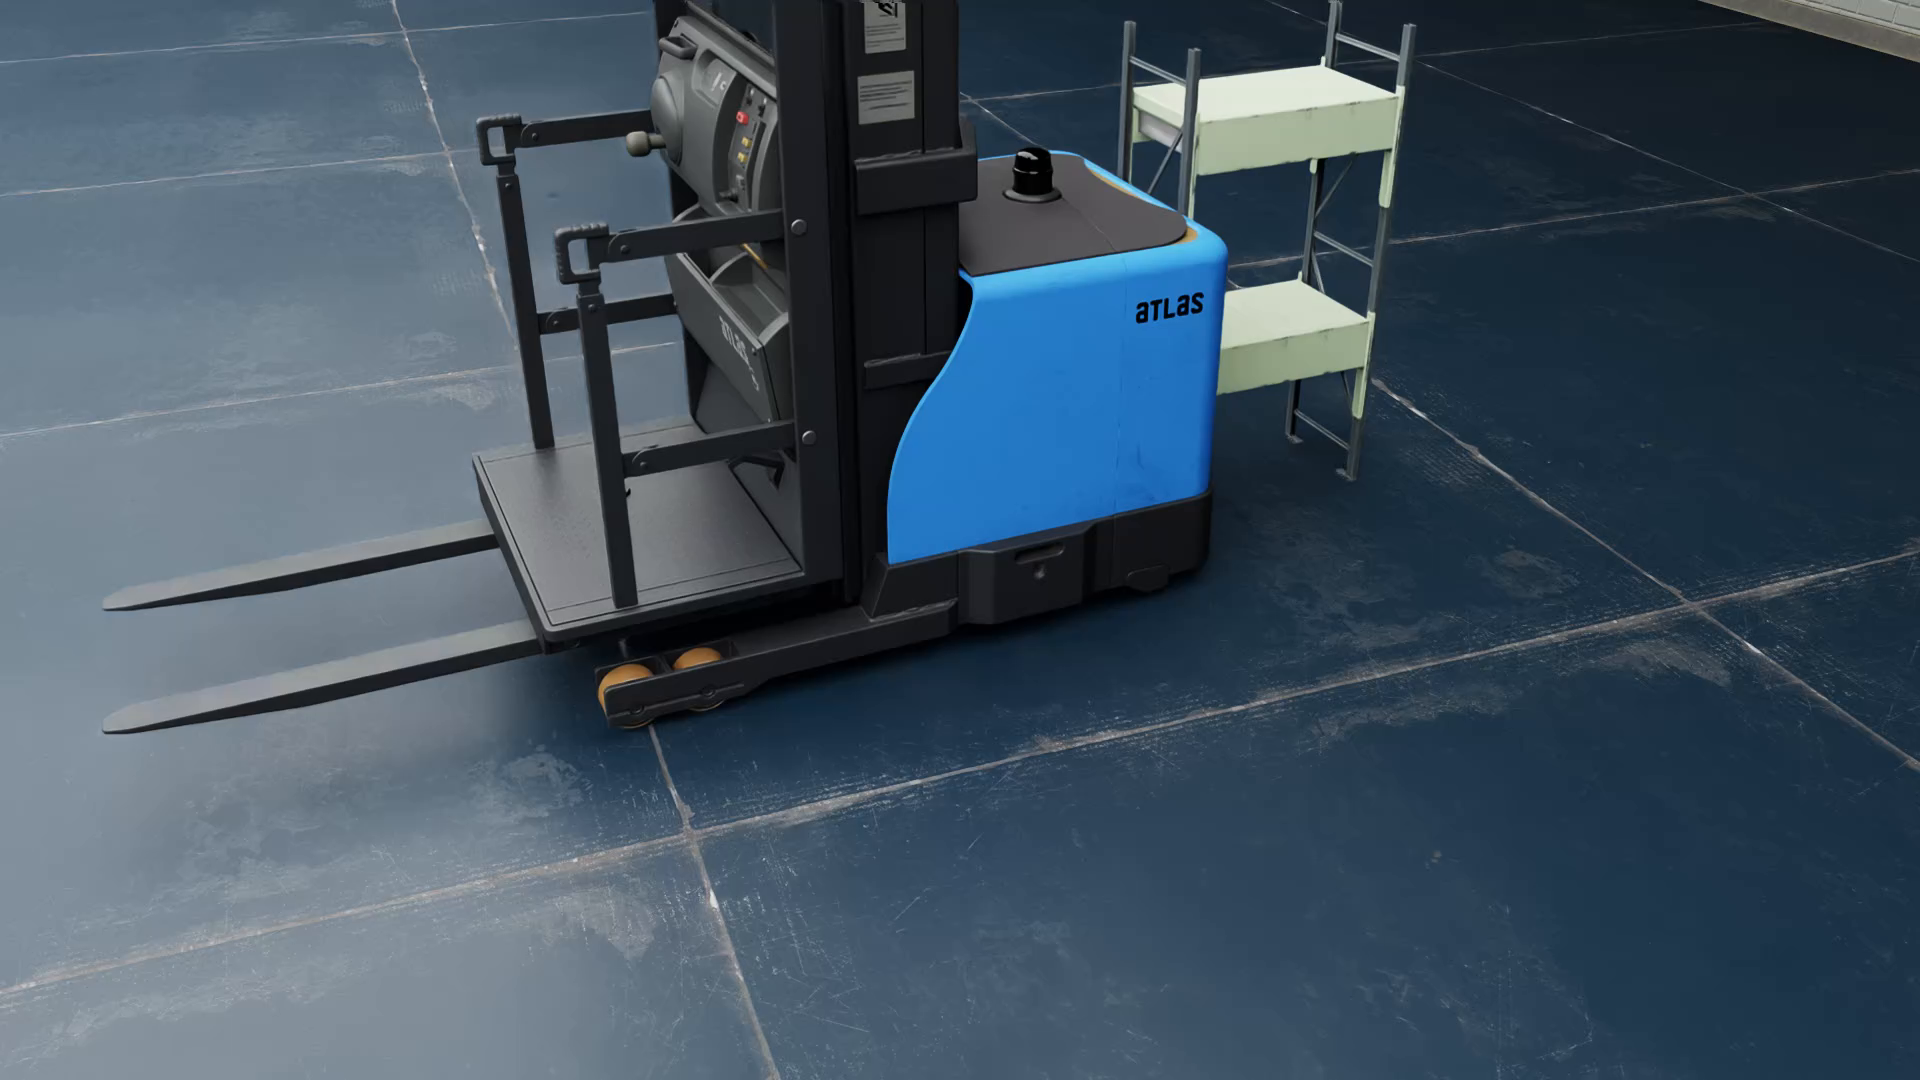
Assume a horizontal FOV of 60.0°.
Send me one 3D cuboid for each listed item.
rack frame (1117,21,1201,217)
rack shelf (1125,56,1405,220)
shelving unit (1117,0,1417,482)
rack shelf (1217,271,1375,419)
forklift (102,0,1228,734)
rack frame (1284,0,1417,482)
[{"bbox_3d":[0.576,-0.791,5.123,0.023,1.500,0.400,-12,32,-21],"label":"rack frame"},{"bbox_3d":[0.910,-1.204,5.060,0.720,0.370,0.431,-12,32,-21],"label":"rack shelf"},{"bbox_3d":[0.910,-0.865,5.253,0.755,1.500,0.431,-12,32,-21],"label":"shelving unit"},{"bbox_3d":[0.910,-0.582,5.414,0.720,0.370,0.431,-12,32,-21],"label":"rack shelf"},{"bbox_3d":[-0.812,-1.075,4.175,3.031,2.935,1.130,-12,32,-21],"label":"forklift"},{"bbox_3d":[1.244,-0.939,5.383,0.023,1.500,0.400,-12,32,-21],"label":"rack frame"}]
